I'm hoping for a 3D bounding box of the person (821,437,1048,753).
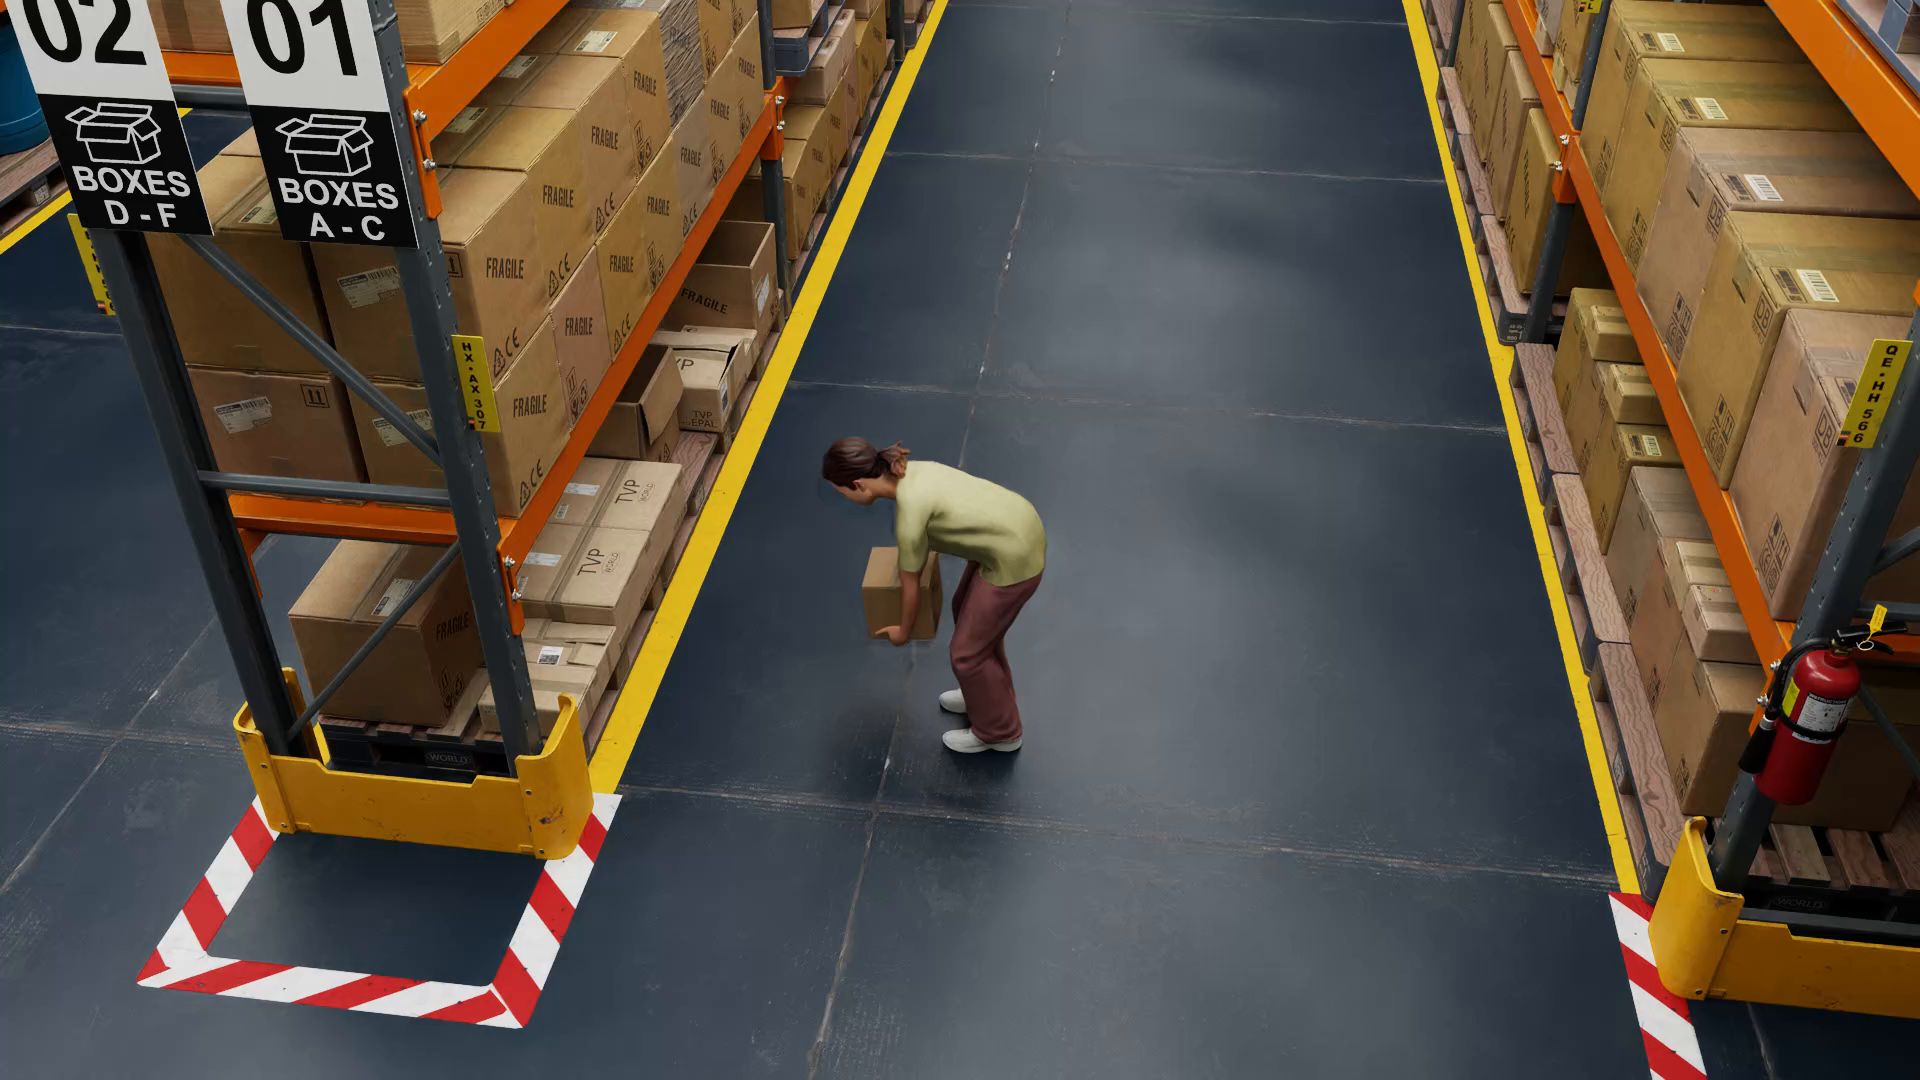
[{"bbox_3d":[-0.089,0.197,6.195,0.813,1.308,0.403,4,36,5],"label":"person"}]
